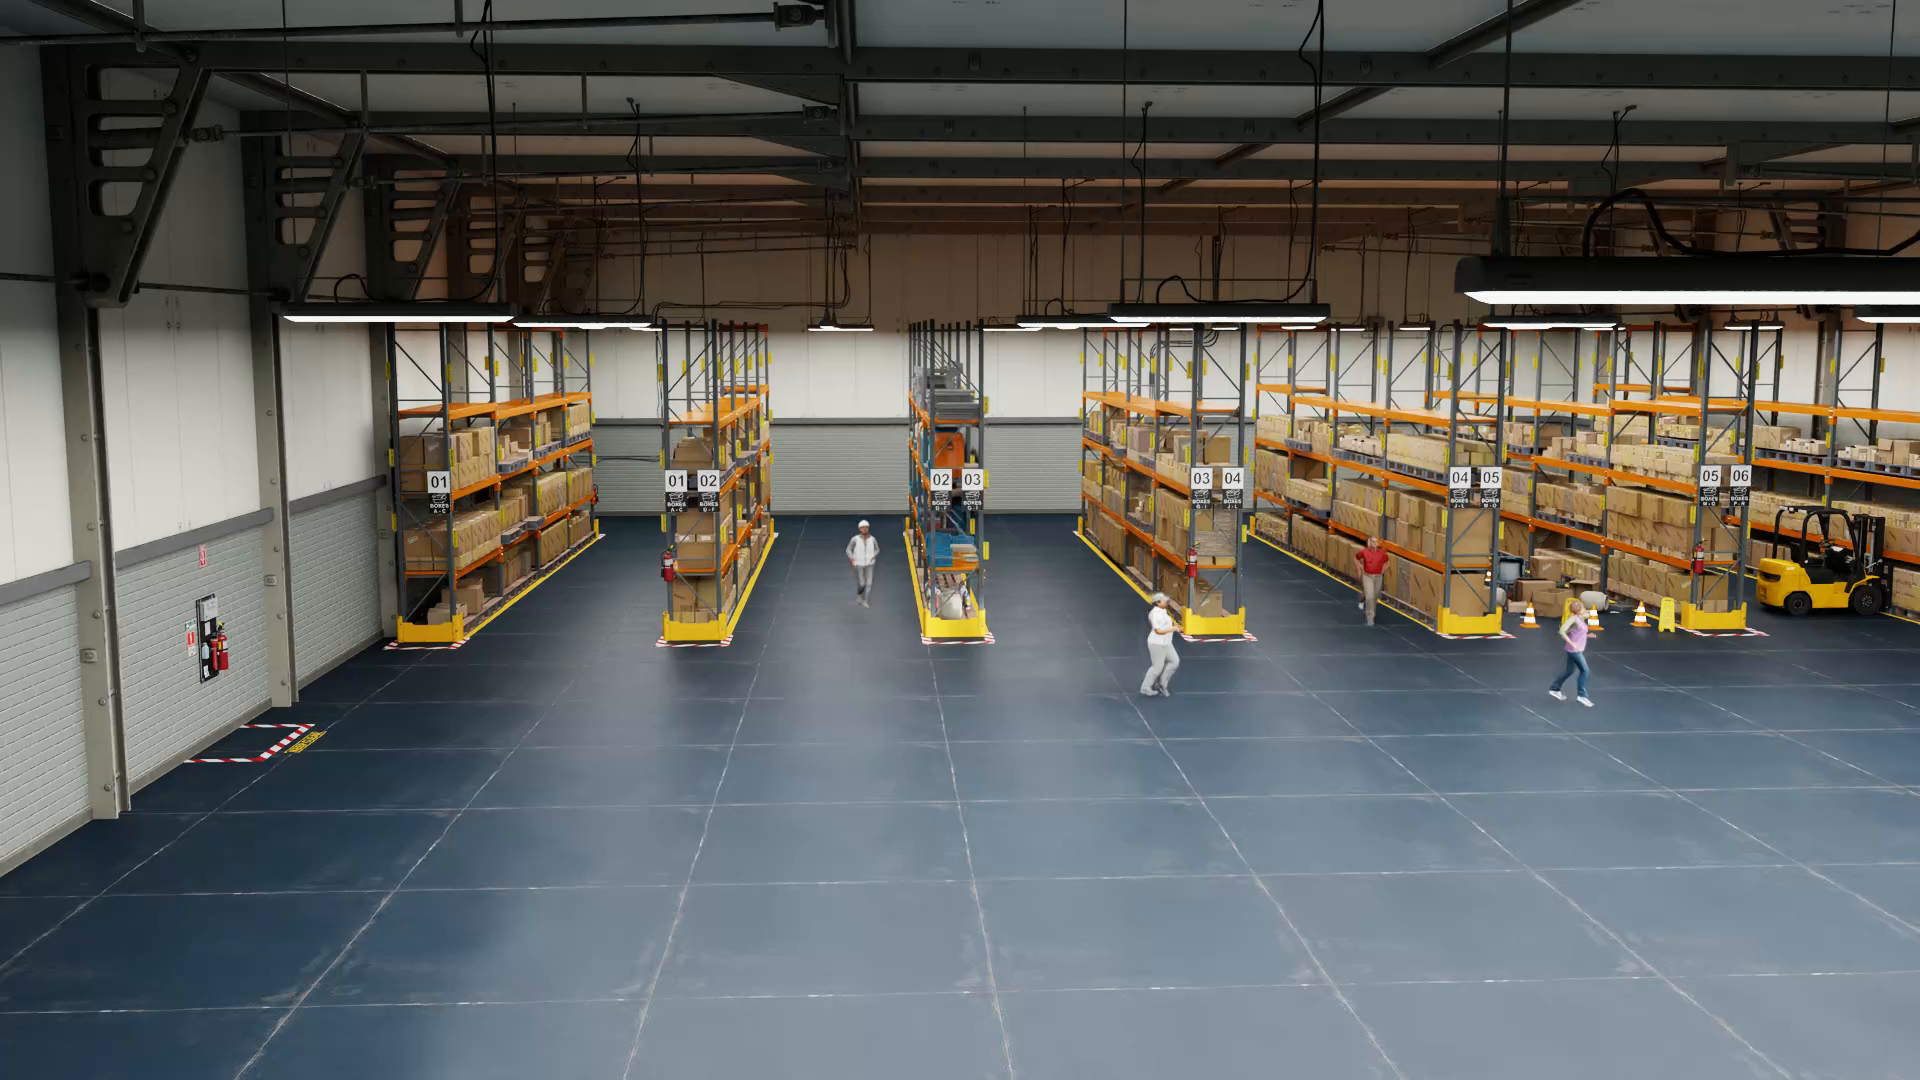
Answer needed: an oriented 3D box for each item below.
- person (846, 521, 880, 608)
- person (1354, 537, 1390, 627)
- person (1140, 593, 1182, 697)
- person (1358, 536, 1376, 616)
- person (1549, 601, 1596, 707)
[{"bbox_3d":[-1.915,0.481,33.150,0.671,1.738,0.534,-2,7,-16],"label":"person"},{"bbox_3d":[8.185,0.809,32.995,0.653,1.768,0.840,-1,7,-6],"label":"person"},{"bbox_3d":[3.188,1.674,26.277,0.661,1.695,0.586,2,7,18],"label":"person"},{"bbox_3d":[8.376,0.725,33.978,0.580,1.618,0.614,-1,7,-6],"label":"person"},{"bbox_3d":[9.500,1.748,25.759,0.675,1.636,0.521,3,8,25],"label":"person"}]
